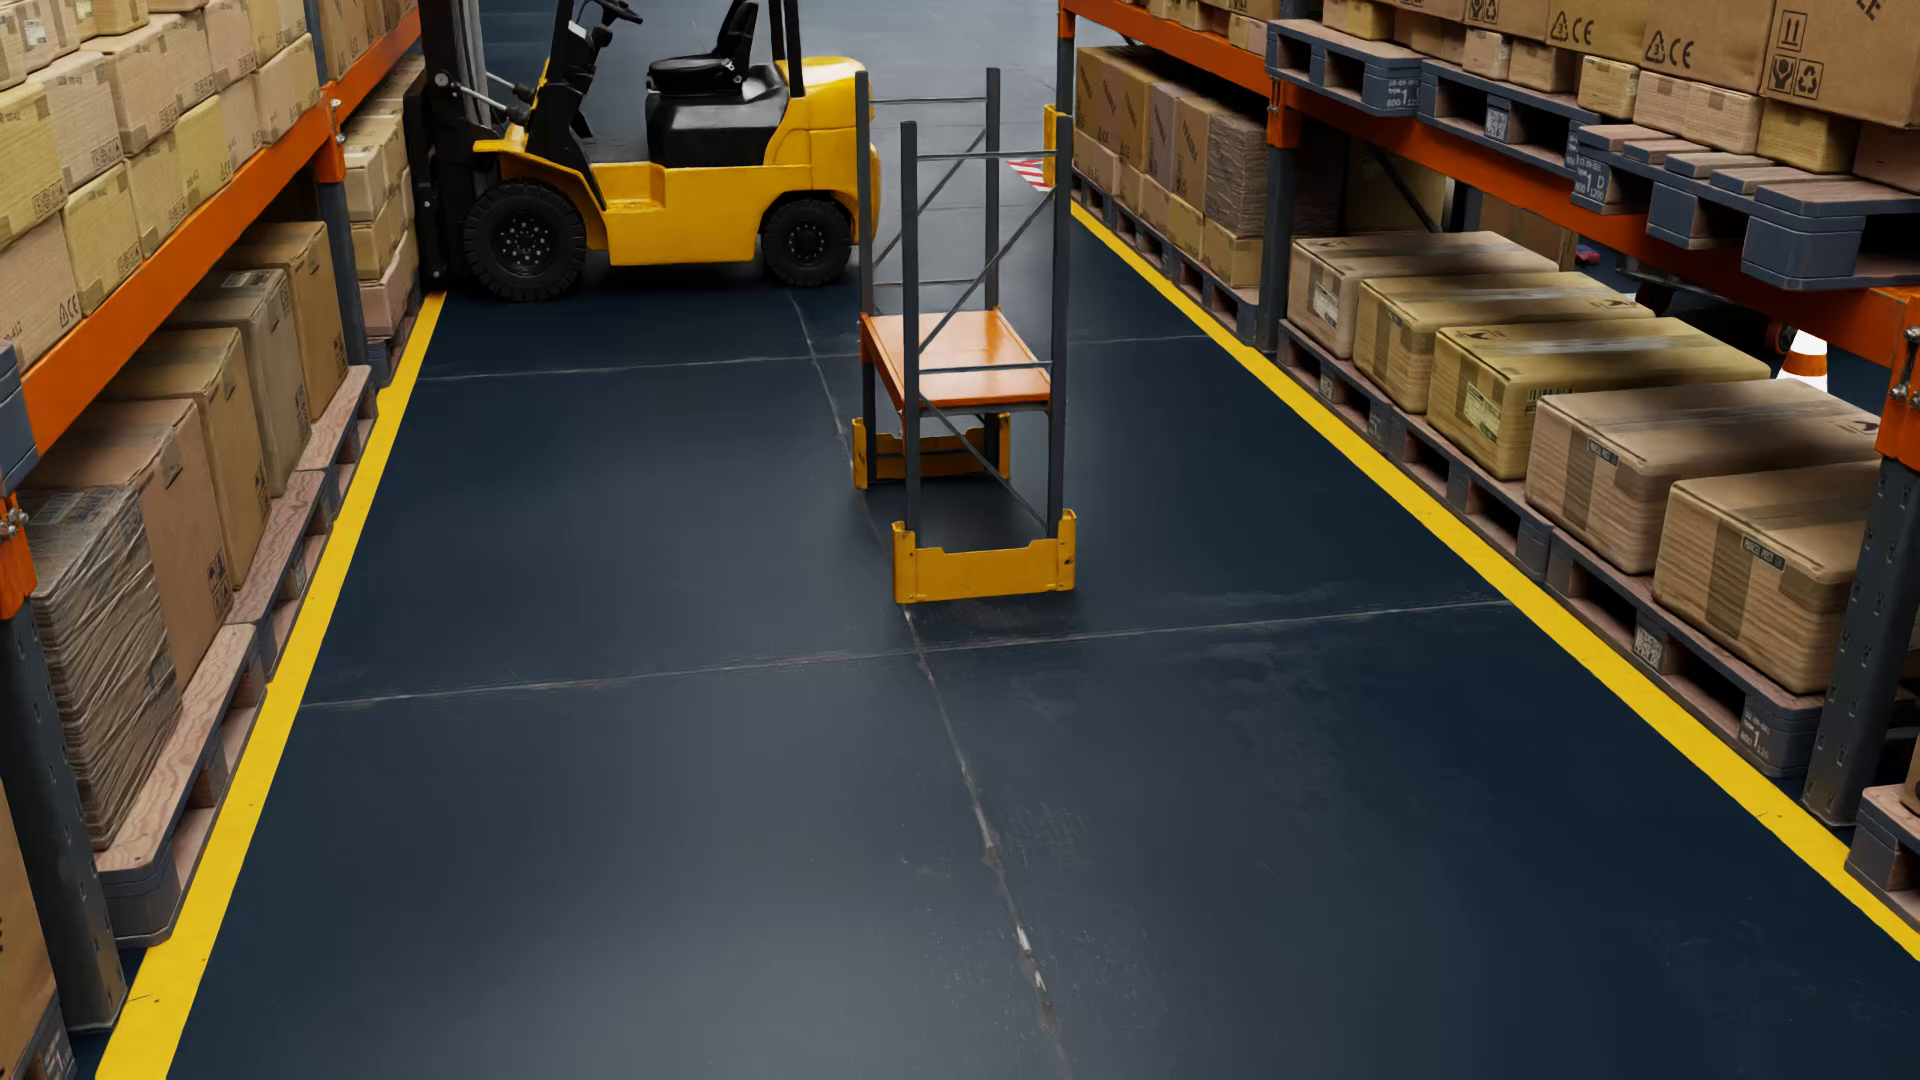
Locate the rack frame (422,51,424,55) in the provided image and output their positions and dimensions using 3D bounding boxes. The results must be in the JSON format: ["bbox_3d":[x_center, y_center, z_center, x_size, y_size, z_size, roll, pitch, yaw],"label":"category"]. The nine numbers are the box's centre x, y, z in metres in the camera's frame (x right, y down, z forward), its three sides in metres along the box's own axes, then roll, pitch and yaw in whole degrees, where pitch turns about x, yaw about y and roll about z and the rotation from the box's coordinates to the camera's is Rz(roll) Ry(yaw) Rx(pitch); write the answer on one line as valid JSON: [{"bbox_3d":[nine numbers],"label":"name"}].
[{"bbox_3d":[-3.728,-3.495,10.004,1.000,3.000,0.127,-4,24,-10],"label":"rack frame"}]

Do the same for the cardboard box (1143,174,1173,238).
[{"bbox_3d":[1.318,-1.844,9.136,0.500,0.250,0.500,-4,24,-9],"label":"cardboard box"}]

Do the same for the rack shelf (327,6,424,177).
[{"bbox_3d":[-3.358,-2.378,8.347,1.077,0.370,4.000,-4,24,-10],"label":"rack shelf"}]

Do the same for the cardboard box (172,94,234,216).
[{"bbox_3d":[-2.375,-1.076,4.654,0.500,0.250,0.500,-4,24,-8],"label":"cardboard box"}]

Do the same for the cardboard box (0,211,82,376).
[{"bbox_3d":[-2.091,-0.472,3.270,0.500,0.250,0.500,-4,24,-10],"label":"cardboard box"}]

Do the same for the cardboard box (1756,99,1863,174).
[{"bbox_3d":[2.216,-1.006,4.094,0.380,0.149,0.250,-4,24,-9],"label":"cardboard box"}]

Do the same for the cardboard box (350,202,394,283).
[{"bbox_3d":[-2.775,-1.296,7.256,0.500,0.250,0.500,-4,24,-10],"label":"cardboard box"}]

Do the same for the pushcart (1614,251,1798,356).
[{"bbox_3d":[4.120,-1.277,8.202,1.648,0.377,0.936,-13,27,-28],"label":"pushcart"}]

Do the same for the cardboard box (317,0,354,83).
[{"bbox_3d":[-2.814,-2.161,6.825,0.500,0.500,0.500,-5,24,-11],"label":"cardboard box"}]

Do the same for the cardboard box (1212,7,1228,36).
[{"bbox_3d":[1.473,-2.584,8.232,0.380,0.149,0.250,-5,24,-10],"label":"cardboard box"}]

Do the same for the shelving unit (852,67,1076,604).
[{"bbox_3d":[-0.014,-0.717,5.518,0.587,1.500,1.083,-4,24,-10],"label":"shelving unit"}]

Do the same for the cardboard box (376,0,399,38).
[{"bbox_3d":[-3.093,-2.763,8.204,0.500,0.500,0.500,-4,24,-9],"label":"cardboard box"}]

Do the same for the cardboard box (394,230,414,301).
[{"bbox_3d":[-2.862,-1.267,7.814,0.500,0.250,0.500,-5,24,-11],"label":"cardboard box"}]

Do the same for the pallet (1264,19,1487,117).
[{"bbox_3d":[1.887,-1.891,6.571,1.003,0.211,1.213,-4,24,-10],"label":"pallet"}]

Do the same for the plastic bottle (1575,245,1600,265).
[{"bbox_3d":[3.493,-1.590,9.314,0.133,0.061,0.283,0,24,-1],"label":"plastic bottle"}]

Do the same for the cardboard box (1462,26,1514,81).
[{"bbox_3d":[1.894,-1.612,5.482,0.380,0.149,0.250,-3,24,-8],"label":"cardboard box"}]

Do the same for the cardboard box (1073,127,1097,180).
[{"bbox_3d":[1.027,-2.458,10.541,0.500,0.250,0.500,-5,24,-10],"label":"cardboard box"}]

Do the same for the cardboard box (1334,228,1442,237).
[{"bbox_3d":[2.045,-1.475,8.289,0.500,0.250,0.500,-5,24,-12],"label":"cardboard box"}]

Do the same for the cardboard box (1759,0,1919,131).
[{"bbox_3d":[2.271,-1.250,3.842,0.500,0.500,0.500,-5,24,-11],"label":"cardboard box"}]

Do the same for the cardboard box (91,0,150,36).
[{"bbox_3d":[-2.267,-1.345,4.147,0.380,0.149,0.250,-4,24,-9],"label":"cardboard box"}]

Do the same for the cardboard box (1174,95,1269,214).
[{"bbox_3d":[1.420,-1.979,8.507,0.500,0.500,0.500,-4,24,-9],"label":"cardboard box"}]

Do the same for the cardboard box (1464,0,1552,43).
[{"bbox_3d":[1.970,-1.865,5.252,0.500,0.500,0.500,-5,24,-12],"label":"cardboard box"}]

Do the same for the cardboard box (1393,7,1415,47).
[{"bbox_3d":[1.846,-1.922,6.192,0.380,0.149,0.250,-3,24,-6],"label":"cardboard box"}]

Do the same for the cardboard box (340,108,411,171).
[{"bbox_3d":[-2.958,-1.922,8.065,0.500,0.250,0.500,-3,24,-8],"label":"cardboard box"}]

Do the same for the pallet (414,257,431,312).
[{"bbox_3d":[-3.323,-1.440,8.784,1.003,0.211,1.213,-4,24,-10],"label":"pallet"}]

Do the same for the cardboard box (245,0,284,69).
[{"bbox_3d":[-2.544,-1.706,5.470,0.500,0.250,0.500,-5,24,-11],"label":"cardboard box"}]

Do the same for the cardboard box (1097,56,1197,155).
[{"bbox_3d":[1.133,-2.587,9.900,0.500,0.500,0.500,-5,24,-12],"label":"cardboard box"}]

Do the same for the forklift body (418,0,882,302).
[{"bbox_3d":[-1.585,-2.495,8.775,2.313,2.155,1.214,-4,24,-10],"label":"forklift body"}]

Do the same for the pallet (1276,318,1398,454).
[{"bbox_3d":[2.034,-0.706,7.103,1.003,0.211,1.213,-4,24,-10],"label":"pallet"}]

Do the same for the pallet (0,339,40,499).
[{"bbox_3d":[-2.055,0.001,2.239,1.213,0.211,1.003,-4,24,-10],"label":"pallet"}]

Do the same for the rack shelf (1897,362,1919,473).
[{"bbox_3d":[2.998,0.400,1.986,1.077,0.370,4.000,-4,24,-10],"label":"rack shelf"}]

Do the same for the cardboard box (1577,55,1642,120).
[{"bbox_3d":[2.022,-1.308,4.787,0.380,0.149,0.250,-4,24,-9],"label":"cardboard box"}]

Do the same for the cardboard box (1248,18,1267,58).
[{"bbox_3d":[1.530,-2.279,7.534,0.380,0.149,0.250,-5,24,-10],"label":"cardboard box"}]

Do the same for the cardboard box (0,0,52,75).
[{"bbox_3d":[-2.142,-1.042,3.453,0.380,0.149,0.250,-4,24,-8],"label":"cardboard box"}]

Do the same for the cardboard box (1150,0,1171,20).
[{"bbox_3d":[1.238,-2.880,8.910,0.380,0.149,0.250,-4,24,-9],"label":"cardboard box"}]

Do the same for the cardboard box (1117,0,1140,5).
[{"bbox_3d":[1.121,-3.188,9.616,0.380,0.149,0.250,-4,24,-8],"label":"cardboard box"}]

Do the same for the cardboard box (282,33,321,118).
[{"bbox_3d":[-2.638,-1.674,6.022,0.500,0.250,0.500,-4,24,-9],"label":"cardboard box"}]

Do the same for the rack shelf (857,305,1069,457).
[{"bbox_3d":[-0.016,-0.556,5.599,0.538,0.185,1.000,-4,24,-10],"label":"rack shelf"}]

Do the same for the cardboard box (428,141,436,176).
[{"bbox_3d":[-3.133,-2.088,9.070,0.500,0.250,0.500,-5,24,-11],"label":"cardboard box"}]

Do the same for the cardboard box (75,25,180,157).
[{"bbox_3d":[-2.261,-1.105,4.096,0.500,0.250,0.500,-5,24,-11],"label":"cardboard box"}]

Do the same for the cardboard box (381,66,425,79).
[{"bbox_3d":[-3.236,-2.527,9.449,0.500,0.250,0.500,-4,24,-9],"label":"cardboard box"}]

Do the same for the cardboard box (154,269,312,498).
[{"bbox_3d":[-2.745,-0.515,5.625,0.875,0.625,0.625,-5,24,-10],"label":"cardboard box"}]

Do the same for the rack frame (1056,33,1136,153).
[{"bbox_3d":[1.149,-3.864,10.848,1.000,3.000,0.127,-4,24,-10],"label":"rack frame"}]

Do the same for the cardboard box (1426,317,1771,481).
[{"bbox_3d":[2.255,-0.516,5.943,0.950,0.372,0.625,-4,24,-8],"label":"cardboard box"}]

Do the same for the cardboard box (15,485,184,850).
[{"bbox_3d":[-2.351,0.301,3.754,0.875,0.625,0.625,-4,24,-8],"label":"cardboard box"}]

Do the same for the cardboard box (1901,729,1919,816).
[{"bbox_3d":[2.675,0.342,3.349,0.875,0.875,0.875,-5,24,-10],"label":"cardboard box"}]

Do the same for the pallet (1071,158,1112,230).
[{"bbox_3d":[1.279,-2.234,10.600,1.003,0.211,1.213,-4,24,-10],"label":"pallet"}]

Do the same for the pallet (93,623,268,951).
[{"bbox_3d":[-2.363,0.603,4.105,1.003,0.211,1.213,-4,24,-10],"label":"pallet"}]
